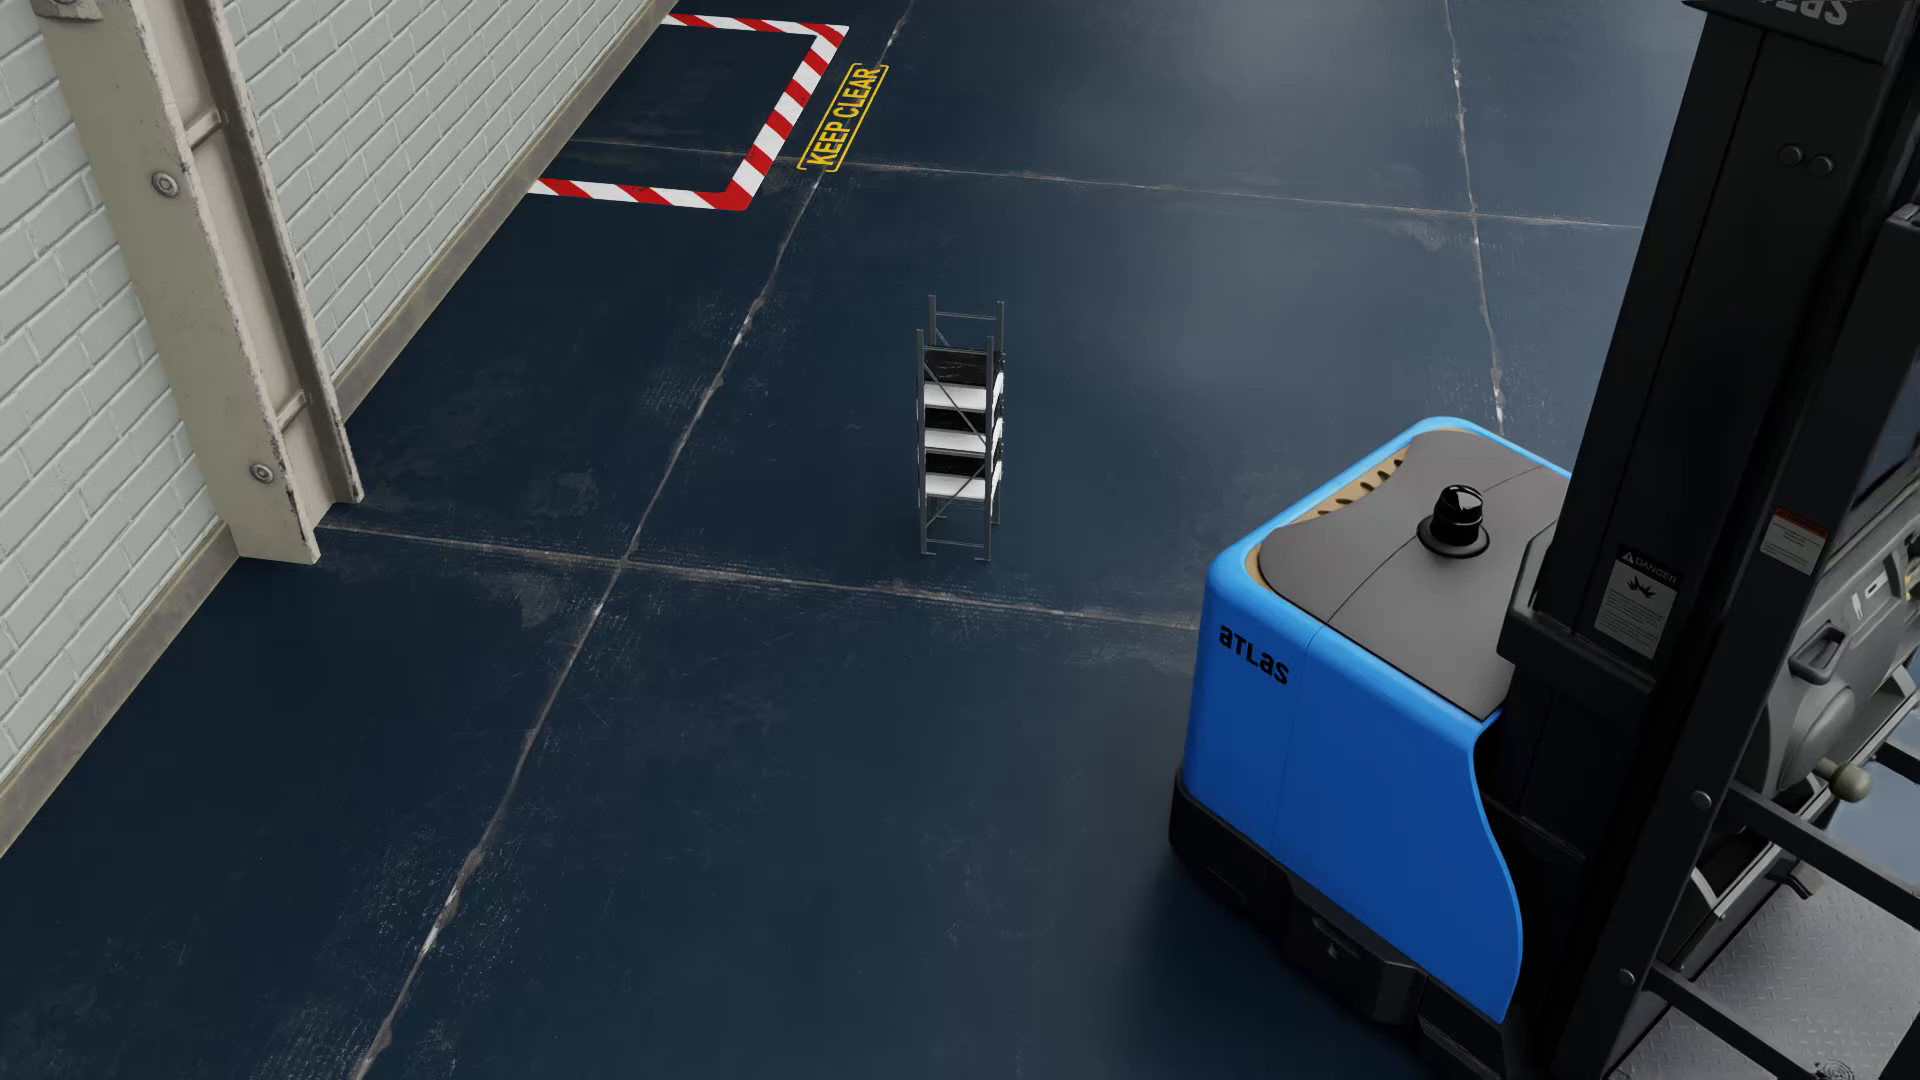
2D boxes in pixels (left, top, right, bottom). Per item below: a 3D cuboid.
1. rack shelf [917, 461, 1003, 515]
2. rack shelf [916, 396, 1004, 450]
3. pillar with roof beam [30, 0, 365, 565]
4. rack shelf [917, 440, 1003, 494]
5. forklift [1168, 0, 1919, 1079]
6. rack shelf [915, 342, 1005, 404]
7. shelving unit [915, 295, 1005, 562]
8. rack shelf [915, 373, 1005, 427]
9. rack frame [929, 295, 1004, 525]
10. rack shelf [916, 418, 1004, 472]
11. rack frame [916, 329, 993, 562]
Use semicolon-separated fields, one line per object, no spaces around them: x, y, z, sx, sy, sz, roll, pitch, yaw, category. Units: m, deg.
0.001;-0.187;5.605;0.258;0.077;0.200;6;40;8;rack shelf
0.001;-0.396;5.433;0.258;0.077;0.200;6;40;8;rack shelf
1.927;-3.051;2.378;9.100;9.000;0.400;6;40;8;pillar with roof beam
0.001;-0.257;5.548;0.258;0.077;0.200;6;40;8;rack shelf
1.945;0.238;3.162;1.130;2.935;3.031;-30;48;-31;forklift
0.001;-0.534;5.319;0.258;0.077;0.200;6;40;8;rack shelf
0.001;-0.352;5.469;0.258;0.900;0.210;6;40;8;shelving unit
0.001;-0.465;5.376;0.258;0.077;0.200;6;40;8;rack shelf
0.019;-0.416;5.547;0.240;0.900;0.006;6;40;8;rack frame
0.001;-0.326;5.491;0.258;0.077;0.200;6;40;8;rack shelf
-0.016;-0.288;5.392;0.240;0.900;0.006;6;40;8;rack frame
